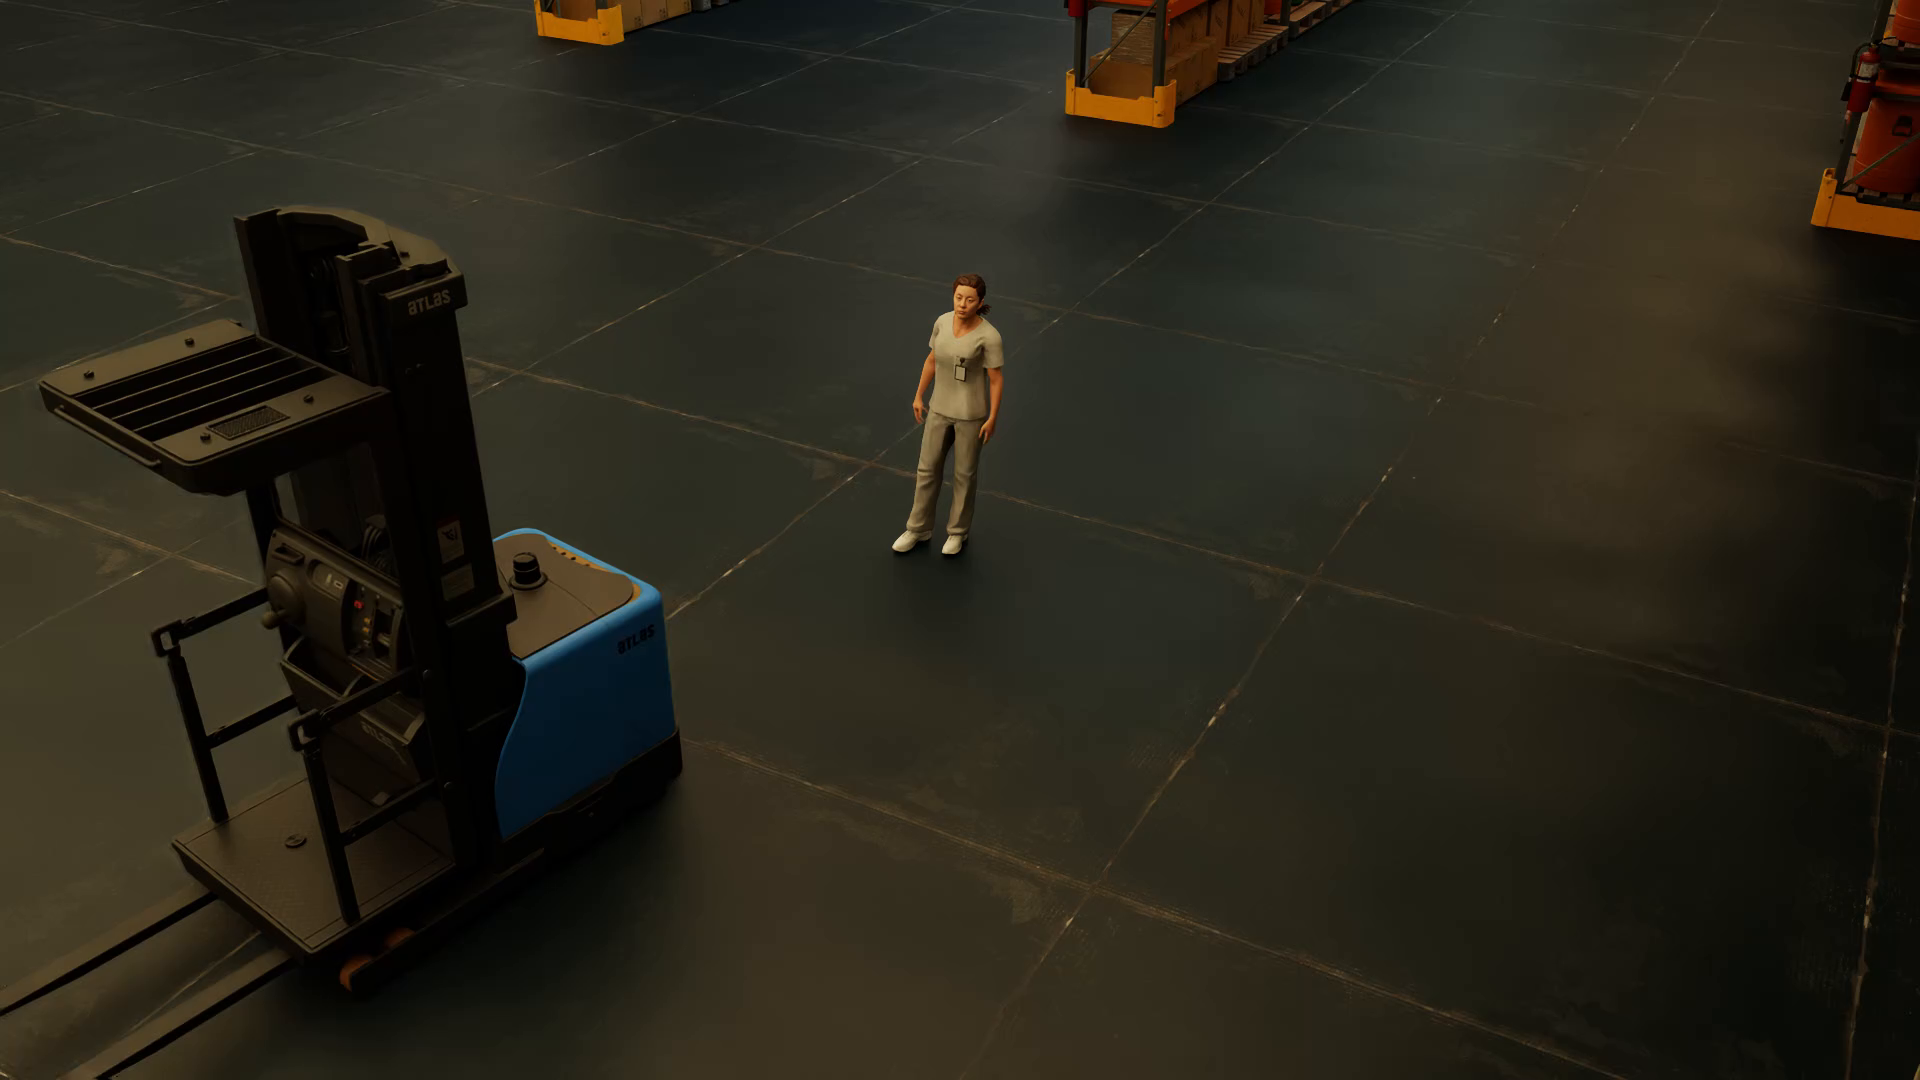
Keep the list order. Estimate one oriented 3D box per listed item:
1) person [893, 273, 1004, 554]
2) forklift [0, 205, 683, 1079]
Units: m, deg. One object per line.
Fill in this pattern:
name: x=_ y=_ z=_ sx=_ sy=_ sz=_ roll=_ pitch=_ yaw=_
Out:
person: x=-0.047 y=-0.703 z=9.530 sx=0.549 sy=1.675 sz=0.549 roll=15 pitch=33 yaw=25
forklift: x=-2.648 y=0.302 z=6.547 sx=1.130 sy=2.935 sz=3.031 roll=22 pitch=37 yaw=33
